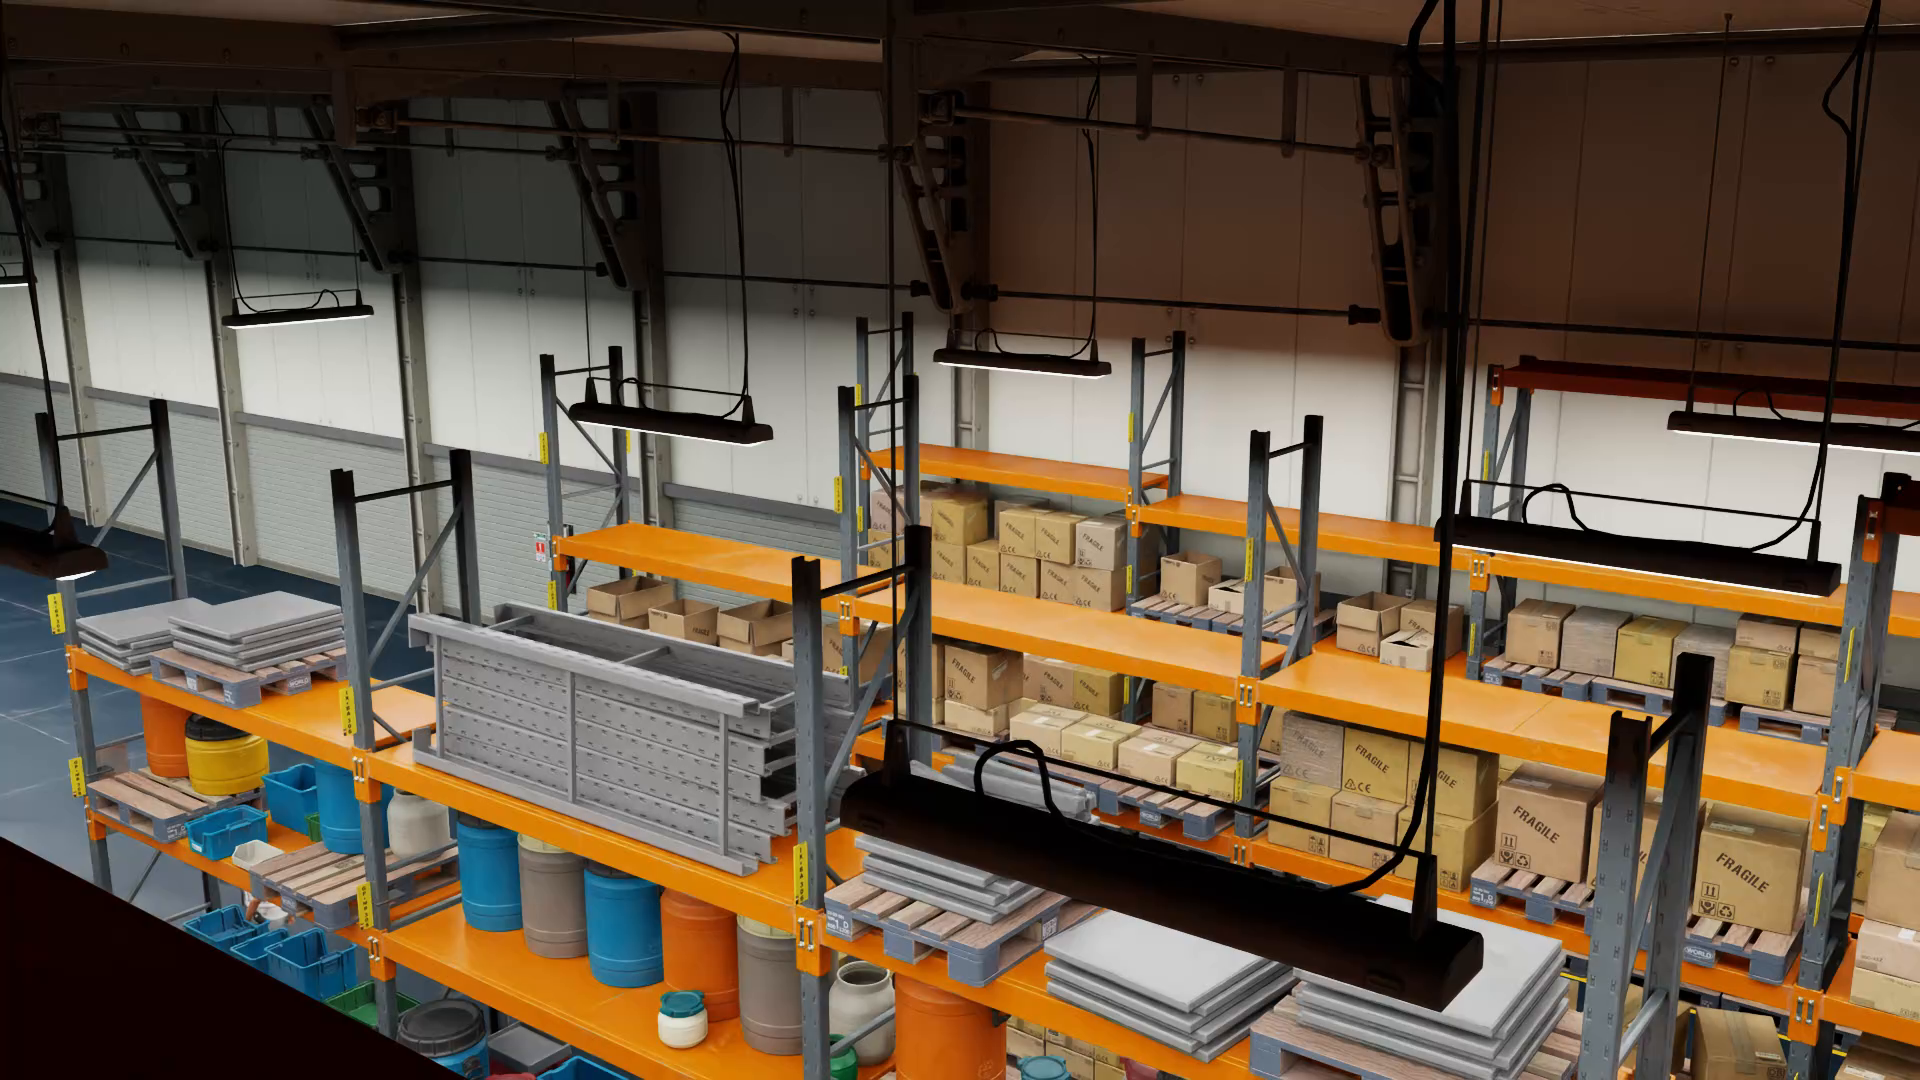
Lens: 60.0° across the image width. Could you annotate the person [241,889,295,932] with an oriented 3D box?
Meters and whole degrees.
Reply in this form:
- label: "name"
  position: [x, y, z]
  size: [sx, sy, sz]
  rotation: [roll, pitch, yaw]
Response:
- label: "person"
  position: [-6.685, 3.623, 16.061]
  size: [0.838, 1.606, 0.487]
  rotation: [-1, 13, -3]
